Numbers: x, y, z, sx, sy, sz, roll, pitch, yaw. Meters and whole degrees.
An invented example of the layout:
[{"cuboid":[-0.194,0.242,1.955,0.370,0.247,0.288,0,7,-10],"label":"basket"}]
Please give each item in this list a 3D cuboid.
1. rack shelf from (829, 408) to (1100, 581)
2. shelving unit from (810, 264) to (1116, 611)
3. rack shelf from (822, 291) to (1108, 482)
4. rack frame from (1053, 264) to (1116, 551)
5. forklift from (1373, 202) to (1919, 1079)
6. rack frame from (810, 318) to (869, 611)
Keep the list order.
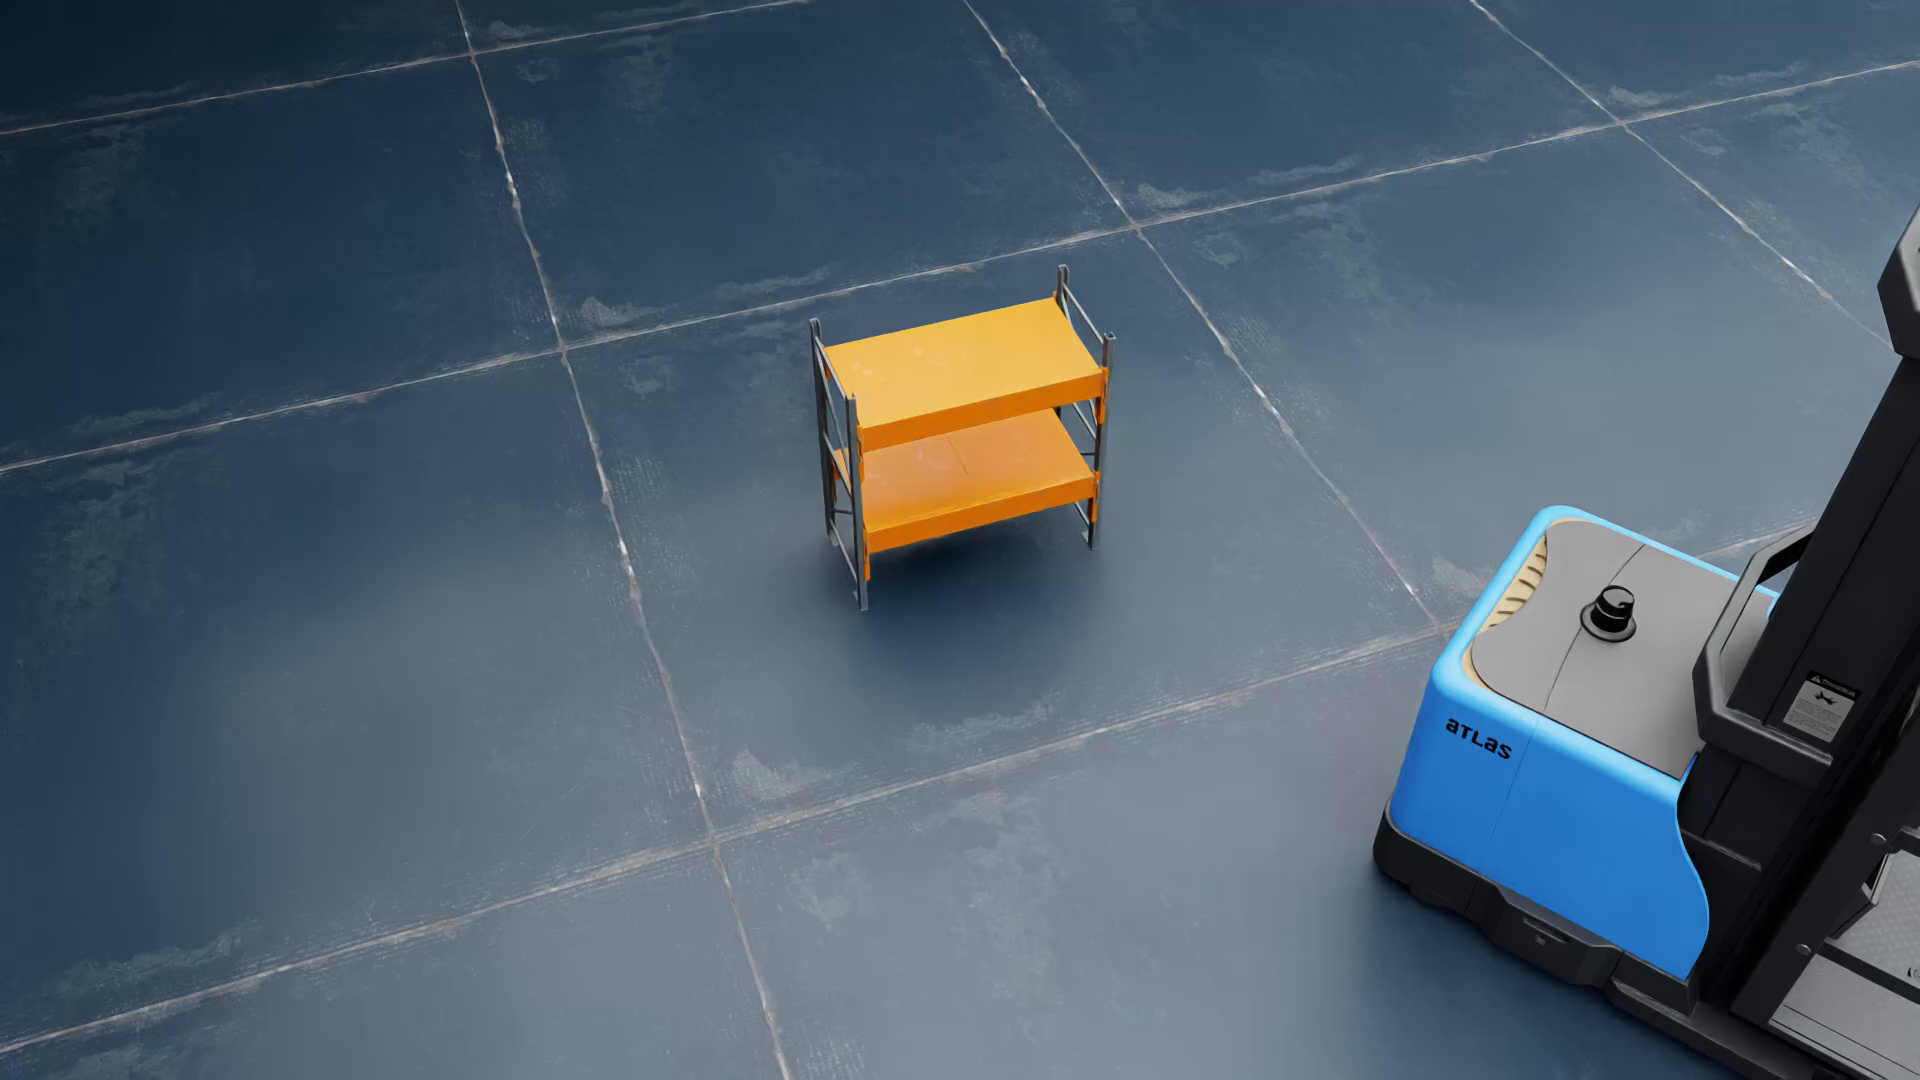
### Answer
[{"cuboid":[0.006,-0.226,6.836,1.000,0.278,0.538,-14,47,-14],"label":"rack shelf"},{"cuboid":[0.006,-0.399,6.663,1.048,1.125,0.538,-14,47,-14],"label":"shelving unit"},{"cuboid":[0.006,-0.605,6.455,1.000,0.278,0.538,-14,47,-14],"label":"rack shelf"},{"cuboid":[0.485,-0.521,6.784,0.032,1.125,0.500,-14,47,-14],"label":"rack frame"},{"cuboid":[2.947,0.467,4.525,3.031,2.935,1.130,27,51,24],"label":"forklift"},{"cuboid":[-0.472,-0.276,6.541,0.032,1.125,0.500,-14,47,-14],"label":"rack frame"}]
